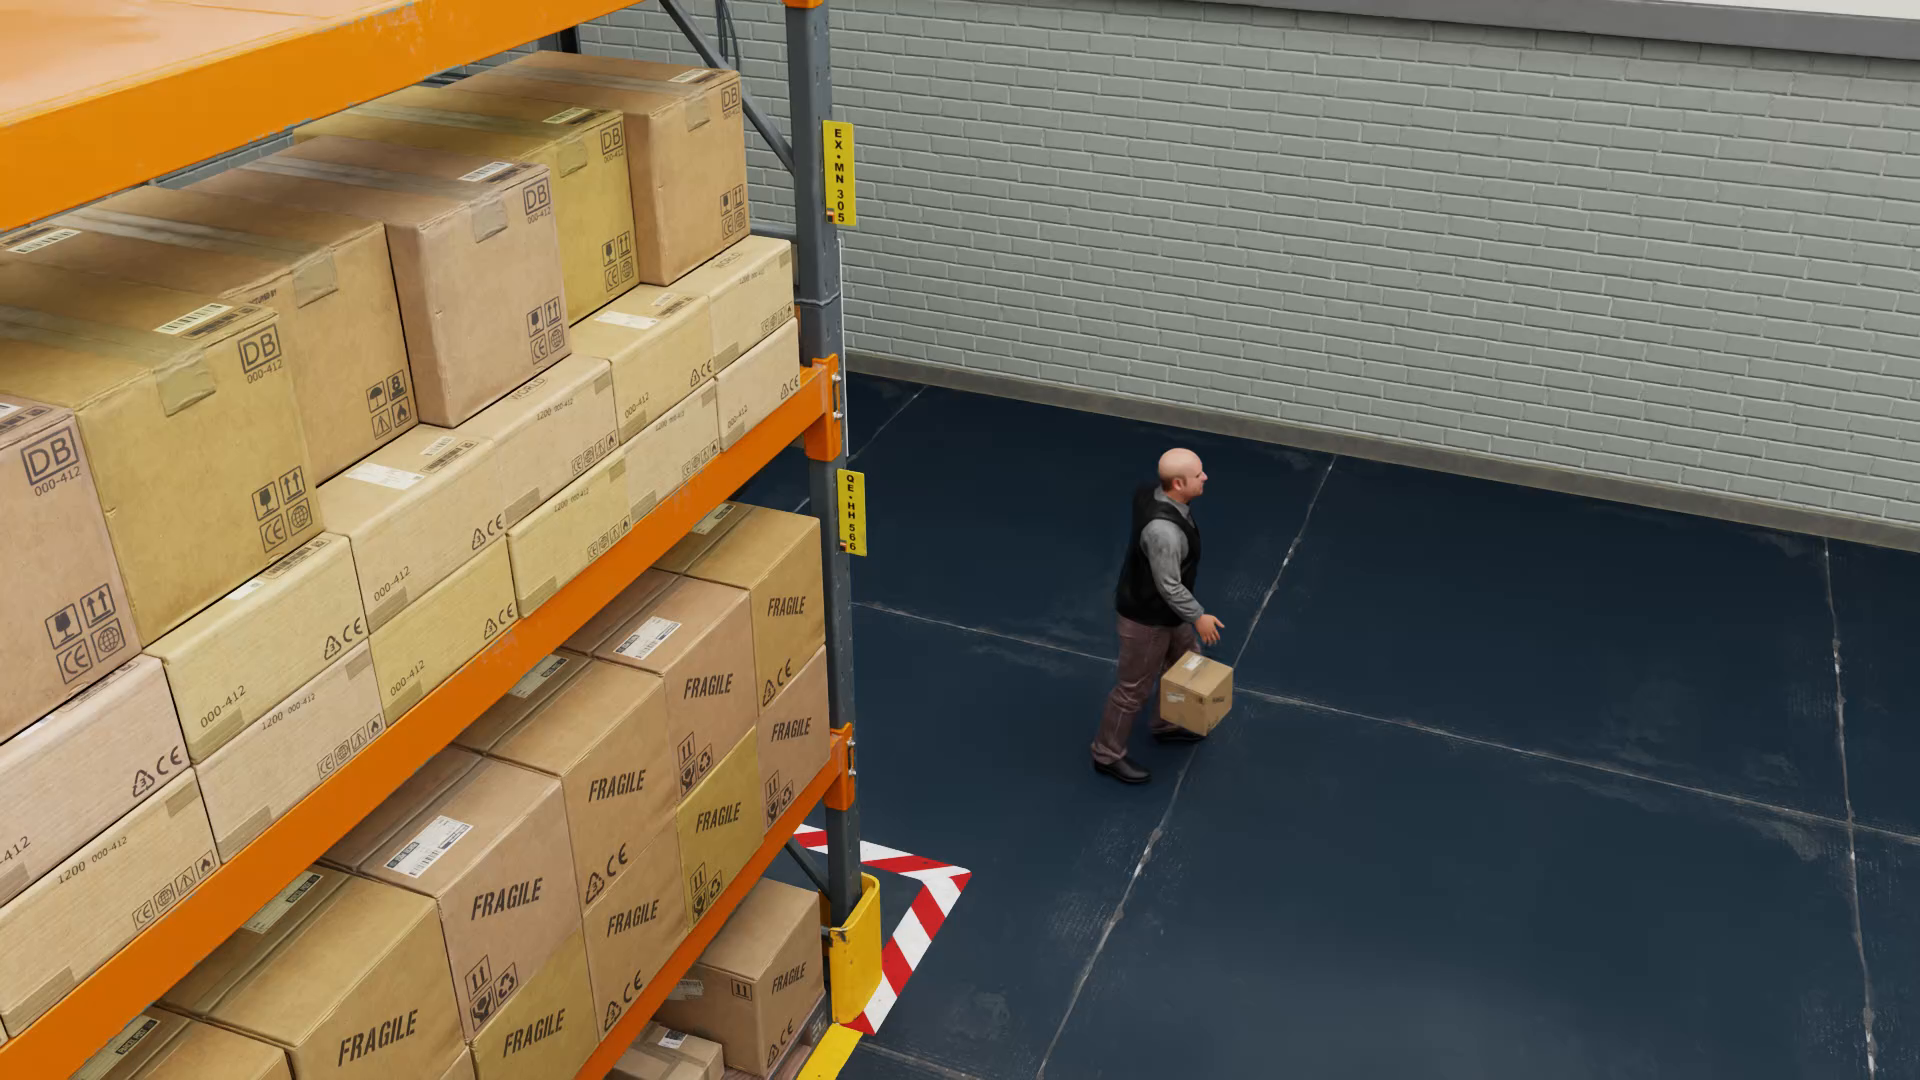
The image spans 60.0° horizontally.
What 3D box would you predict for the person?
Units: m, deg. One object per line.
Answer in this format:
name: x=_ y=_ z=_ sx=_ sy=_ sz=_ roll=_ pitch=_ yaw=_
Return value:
person: x=0.946 y=0.339 z=7.840 sx=0.598 sy=1.705 sz=0.625 roll=3 pitch=30 yaw=6
